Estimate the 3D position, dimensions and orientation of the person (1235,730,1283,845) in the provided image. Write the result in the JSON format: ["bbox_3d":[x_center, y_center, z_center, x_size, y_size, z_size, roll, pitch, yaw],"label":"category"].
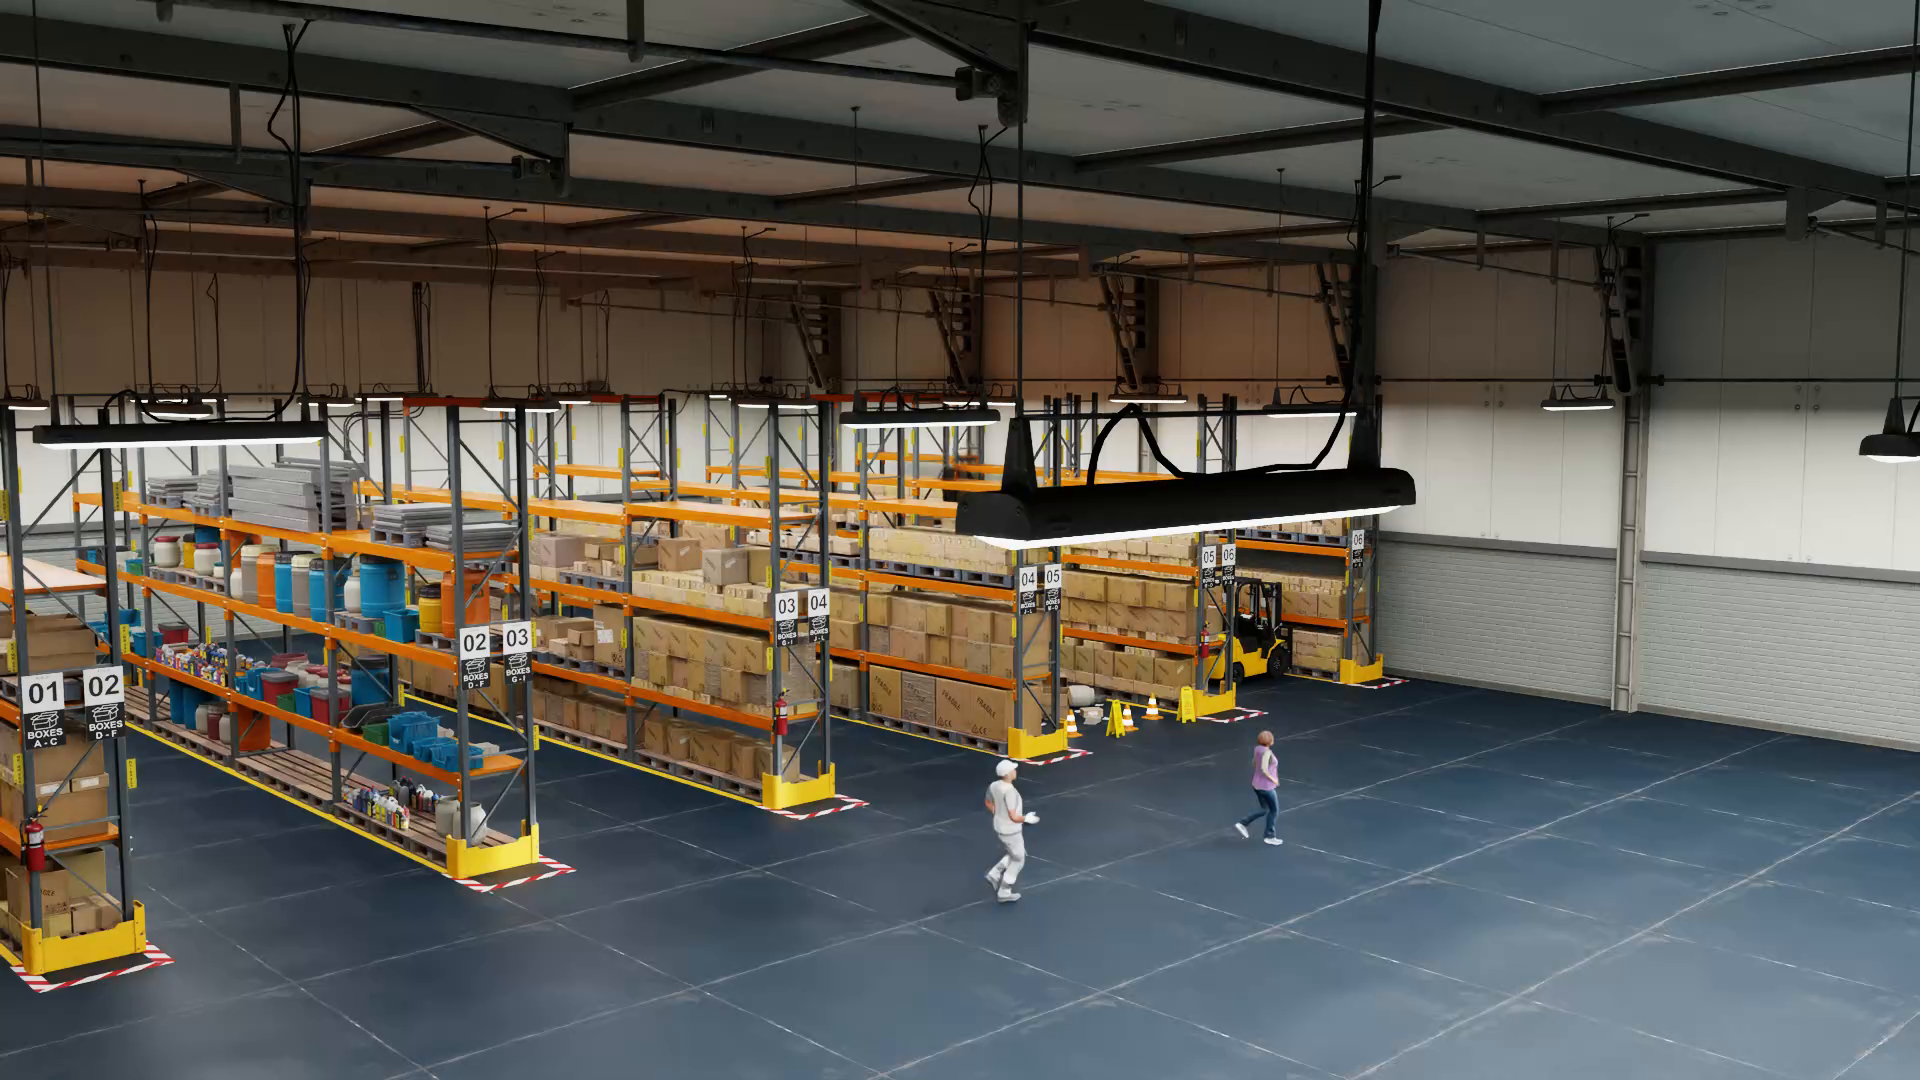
[{"bbox_3d":[4.089,3.371,22.580,0.675,1.589,0.550,-1,6,-13],"label":"person"}]

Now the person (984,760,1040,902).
[{"bbox_3d":[0.620,3.512,20.154,0.594,1.740,0.649,-2,6,-21],"label":"person"}]
